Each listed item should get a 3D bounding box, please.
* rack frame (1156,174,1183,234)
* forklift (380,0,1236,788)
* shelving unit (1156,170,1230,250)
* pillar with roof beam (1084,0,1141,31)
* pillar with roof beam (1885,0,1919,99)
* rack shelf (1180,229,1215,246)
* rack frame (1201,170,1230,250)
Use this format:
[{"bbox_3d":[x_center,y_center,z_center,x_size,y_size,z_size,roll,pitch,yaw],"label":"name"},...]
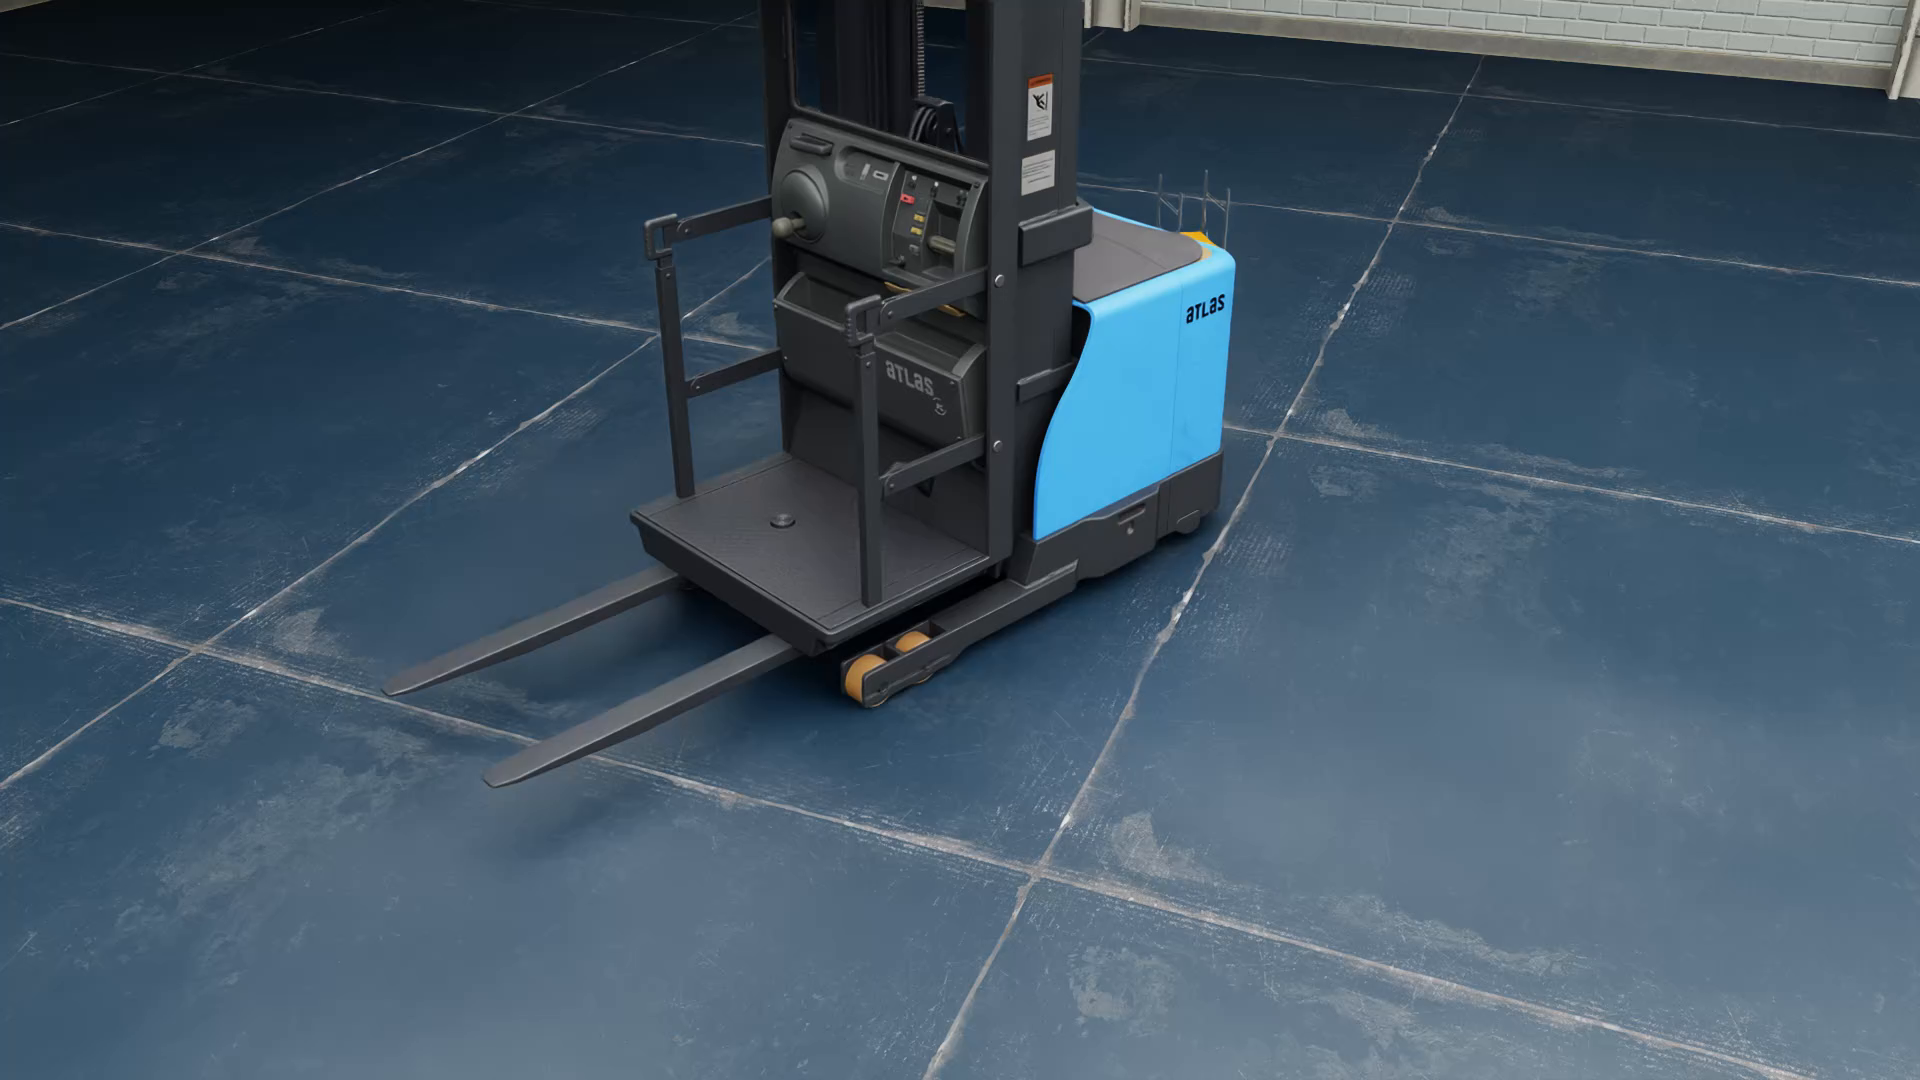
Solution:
[{"bbox_3d":[0.779,-0.796,6.435,0.006,1.200,0.240,-7,31,-12],"label":"rack frame"},{"bbox_3d":[-0.423,-1.032,5.096,3.031,2.935,1.130,-25,38,-37],"label":"forklift"},{"bbox_3d":[0.868,-0.807,6.453,0.189,1.200,0.258,-7,31,-12],"label":"shelving unit"},{"bbox_3d":[-0.357,-6.227,8.122,0.400,9.000,9.100,11,31,19],"label":"pillar with roof beam"},{"bbox_3d":[5.203,-5.117,6.158,0.400,9.000,9.100,11,31,19],"label":"pillar with roof beam"},{"bbox_3d":[0.867,-1.079,6.294,0.180,0.103,0.258,-7,31,-12],"label":"rack shelf"},{"bbox_3d":[0.956,-0.818,6.472,0.006,1.200,0.240,-7,31,-12],"label":"rack frame"}]
